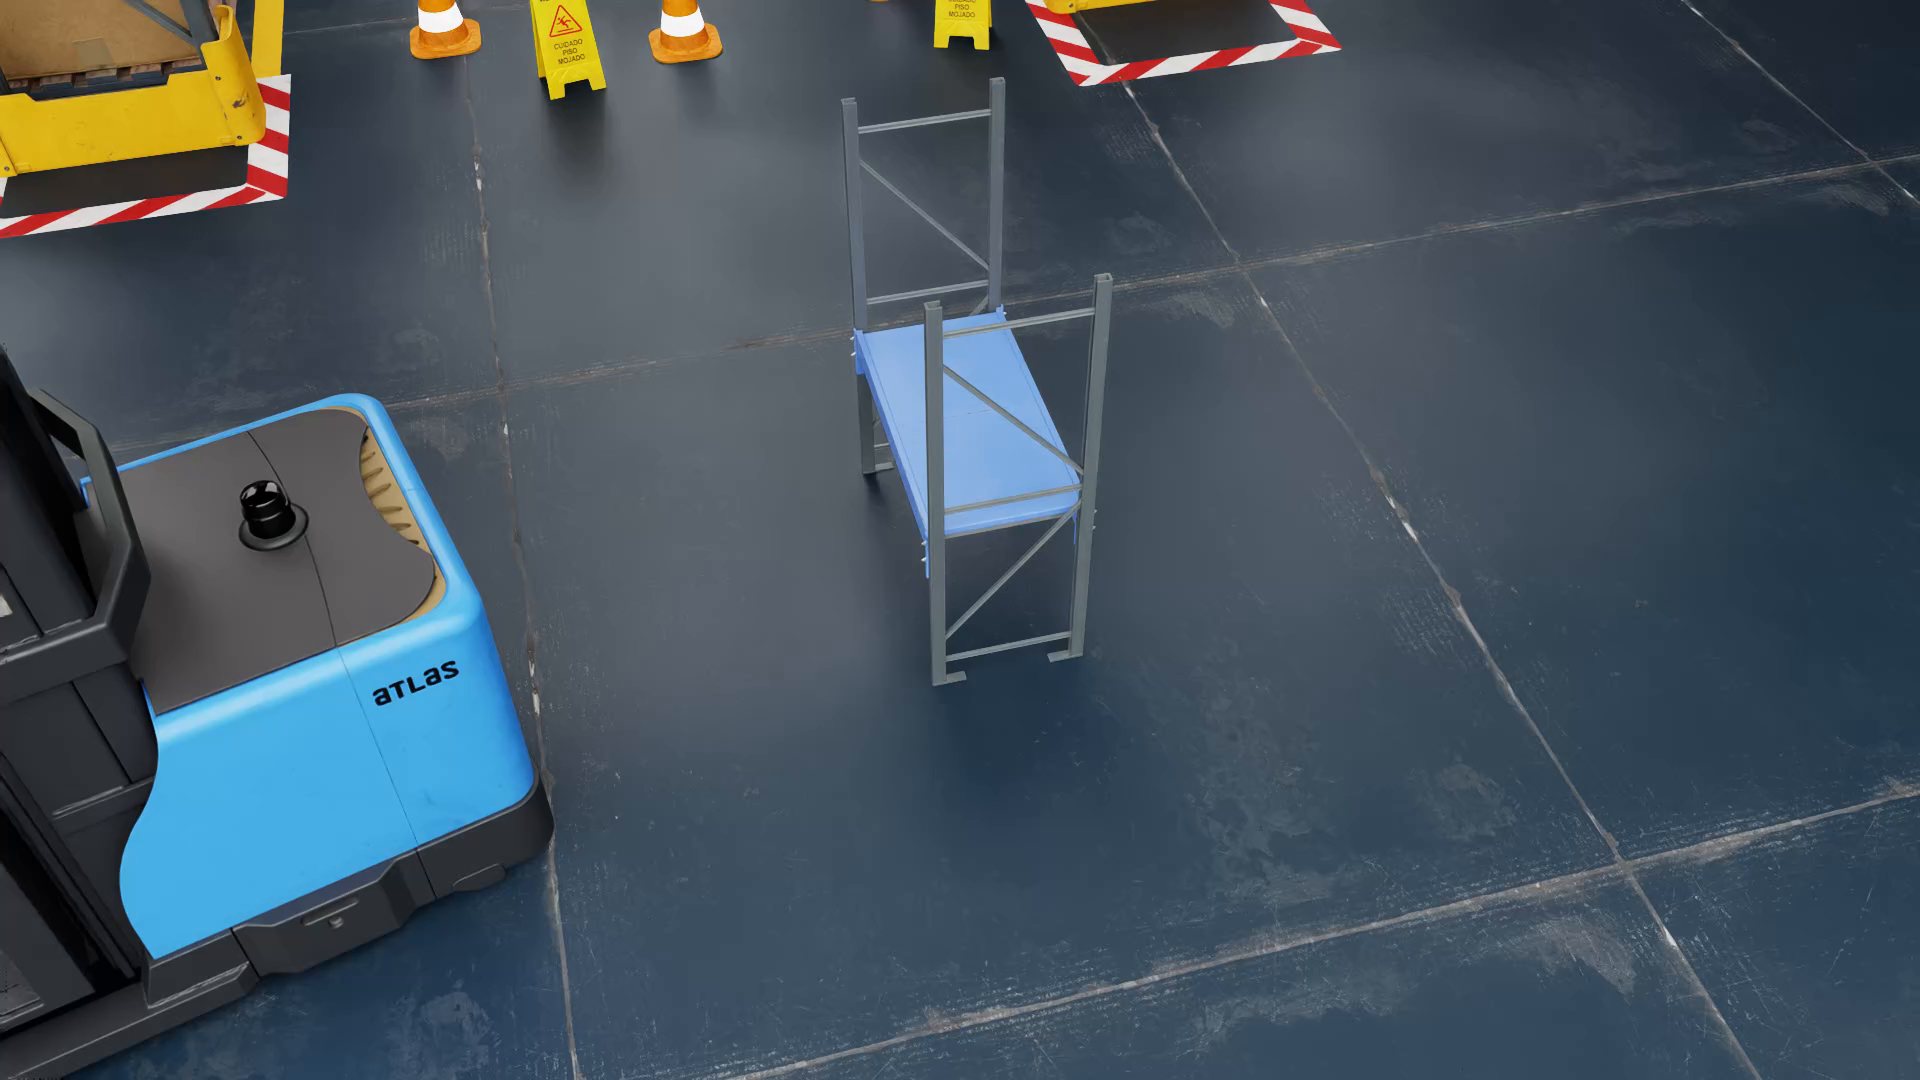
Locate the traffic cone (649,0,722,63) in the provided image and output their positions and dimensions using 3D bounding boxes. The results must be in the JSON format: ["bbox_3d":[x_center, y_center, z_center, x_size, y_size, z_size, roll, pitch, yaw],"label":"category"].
[{"bbox_3d":[-1.341,-2.585,7.959,0.336,0.463,0.334,-11,47,-10],"label":"traffic cone"}]

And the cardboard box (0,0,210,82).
[{"bbox_3d":[-3.995,-2.734,7.523,0.875,0.875,0.875,-10,47,-10],"label":"cardboard box"}]

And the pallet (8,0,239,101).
[{"bbox_3d":[-4.037,-2.436,7.990,1.003,0.211,1.213,-11,47,-10],"label":"pallet"}]

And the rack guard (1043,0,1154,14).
[{"bbox_3d":[0.983,-3.027,8.367,1.175,0.500,0.348,-11,47,-10],"label":"rack guard"}]

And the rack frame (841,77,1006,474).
[{"bbox_3d":[-0.108,-0.817,5.501,0.500,1.500,0.032,-11,47,-10],"label":"rack frame"}]

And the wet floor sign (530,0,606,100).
[{"bbox_3d":[-1.836,-2.393,7.643,0.267,0.644,0.232,-18,48,-17],"label":"wet floor sign"}]

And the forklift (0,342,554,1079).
[{"bbox_3d":[-2.713,0.114,3.586,3.031,2.935,1.130,-22,50,-21],"label":"forklift"}]

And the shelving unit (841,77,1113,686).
[{"bbox_3d":[0.022,-0.466,5.157,0.538,1.500,1.048,-11,47,-10],"label":"shelving unit"}]

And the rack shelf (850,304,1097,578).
[{"bbox_3d":[0.022,-0.340,5.285,0.538,0.185,1.000,-11,47,-10],"label":"rack shelf"}]

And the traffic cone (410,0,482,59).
[{"bbox_3d":[-2.520,-2.613,7.987,0.336,0.463,0.334,-11,47,-10],"label":"traffic cone"}]

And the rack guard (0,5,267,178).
[{"bbox_3d":[-3.751,-1.983,7.344,1.175,0.500,0.348,-11,47,-10],"label":"rack guard"}]

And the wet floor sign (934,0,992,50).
[{"bbox_3d":[0.016,-2.699,7.943,0.267,0.644,0.232,4,46,4],"label":"wet floor sign"}]

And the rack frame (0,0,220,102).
[{"bbox_3d":[-3.757,-2.875,6.467,1.000,3.000,0.127,-11,47,-10],"label":"rack frame"}]

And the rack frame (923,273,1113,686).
[{"bbox_3d":[0.152,-0.115,4.813,0.500,1.500,0.032,-11,47,-10],"label":"rack frame"}]
